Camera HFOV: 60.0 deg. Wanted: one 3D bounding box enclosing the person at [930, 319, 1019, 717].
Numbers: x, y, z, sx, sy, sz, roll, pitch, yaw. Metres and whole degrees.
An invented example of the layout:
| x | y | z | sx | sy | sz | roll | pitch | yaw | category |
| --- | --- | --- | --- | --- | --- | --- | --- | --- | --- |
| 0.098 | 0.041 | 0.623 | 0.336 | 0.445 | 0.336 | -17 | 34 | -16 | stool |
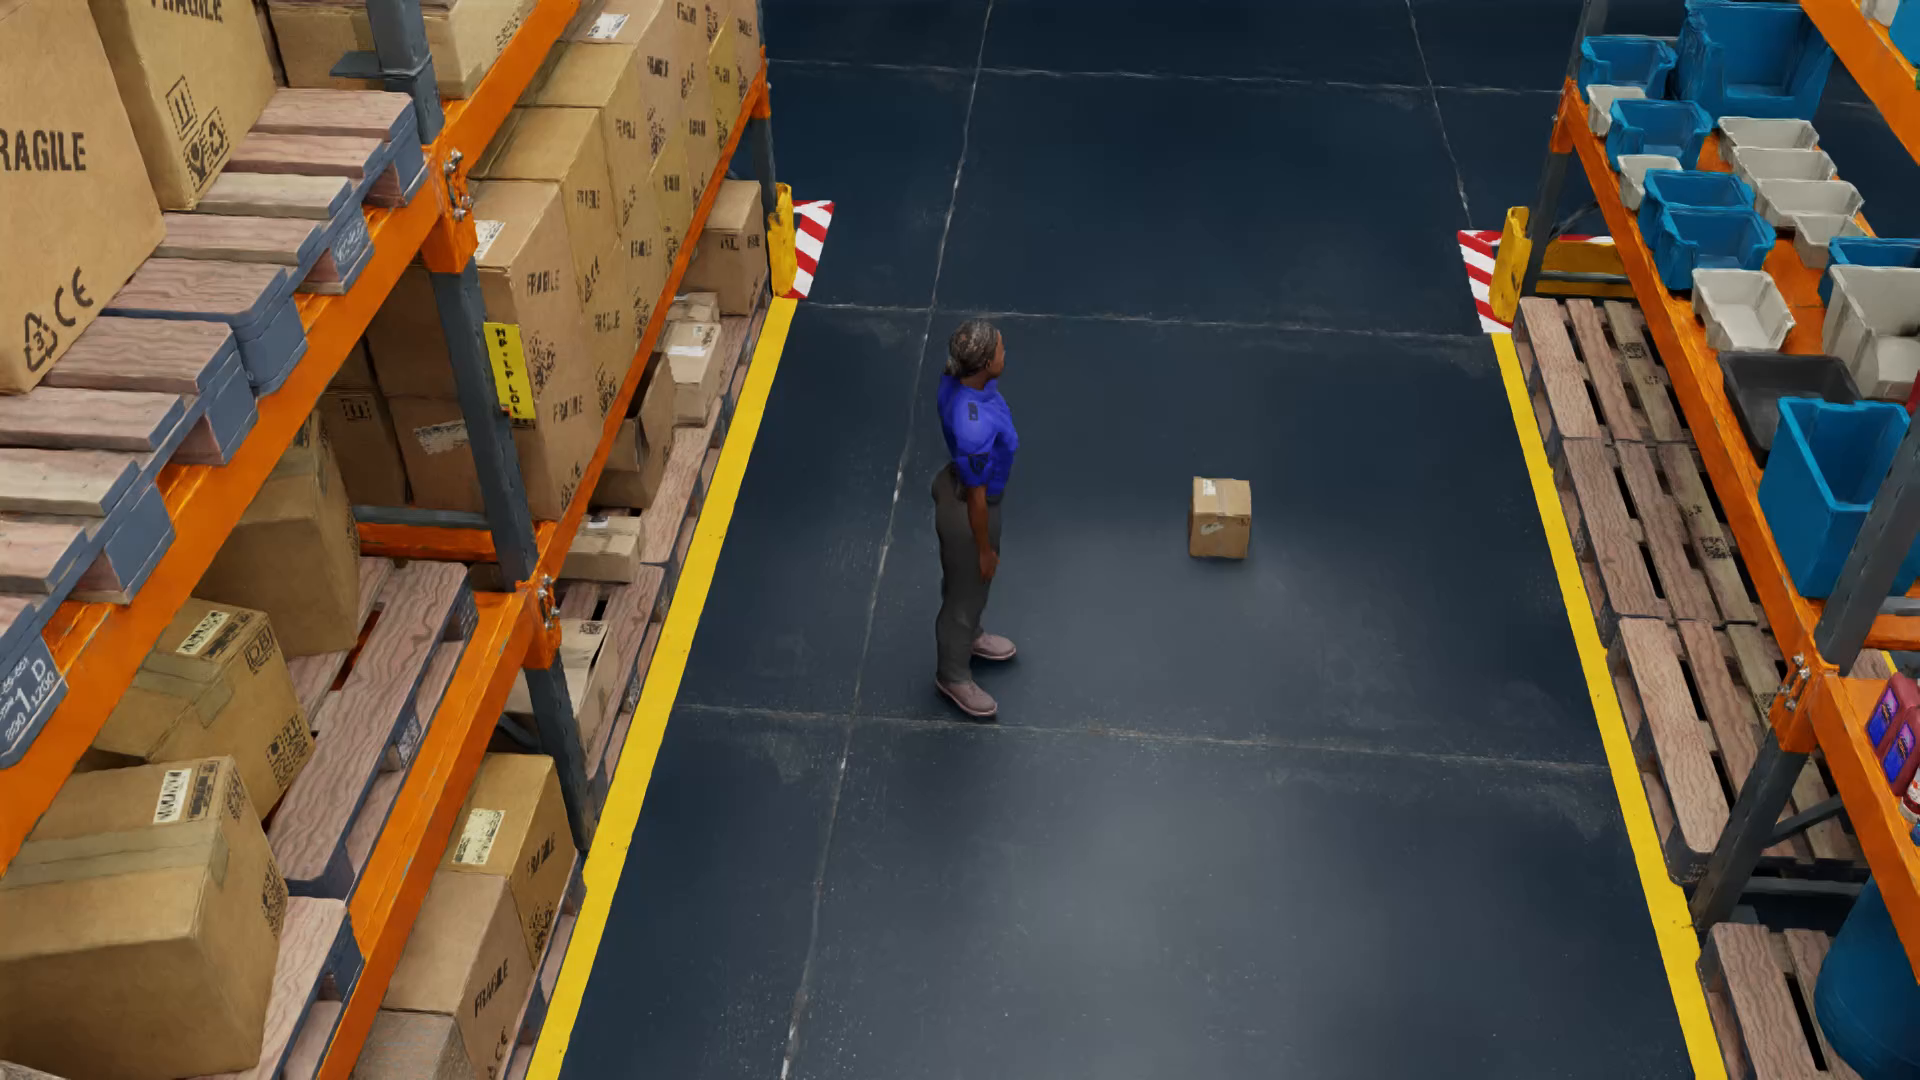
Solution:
| x | y | z | sx | sy | sz | roll | pitch | yaw | category |
| --- | --- | --- | --- | --- | --- | --- | --- | --- | --- |
| 0.065 | -0.103 | 6.245 | 0.343 | 1.670 | 0.537 | -3 | 40 | -3 | person |
